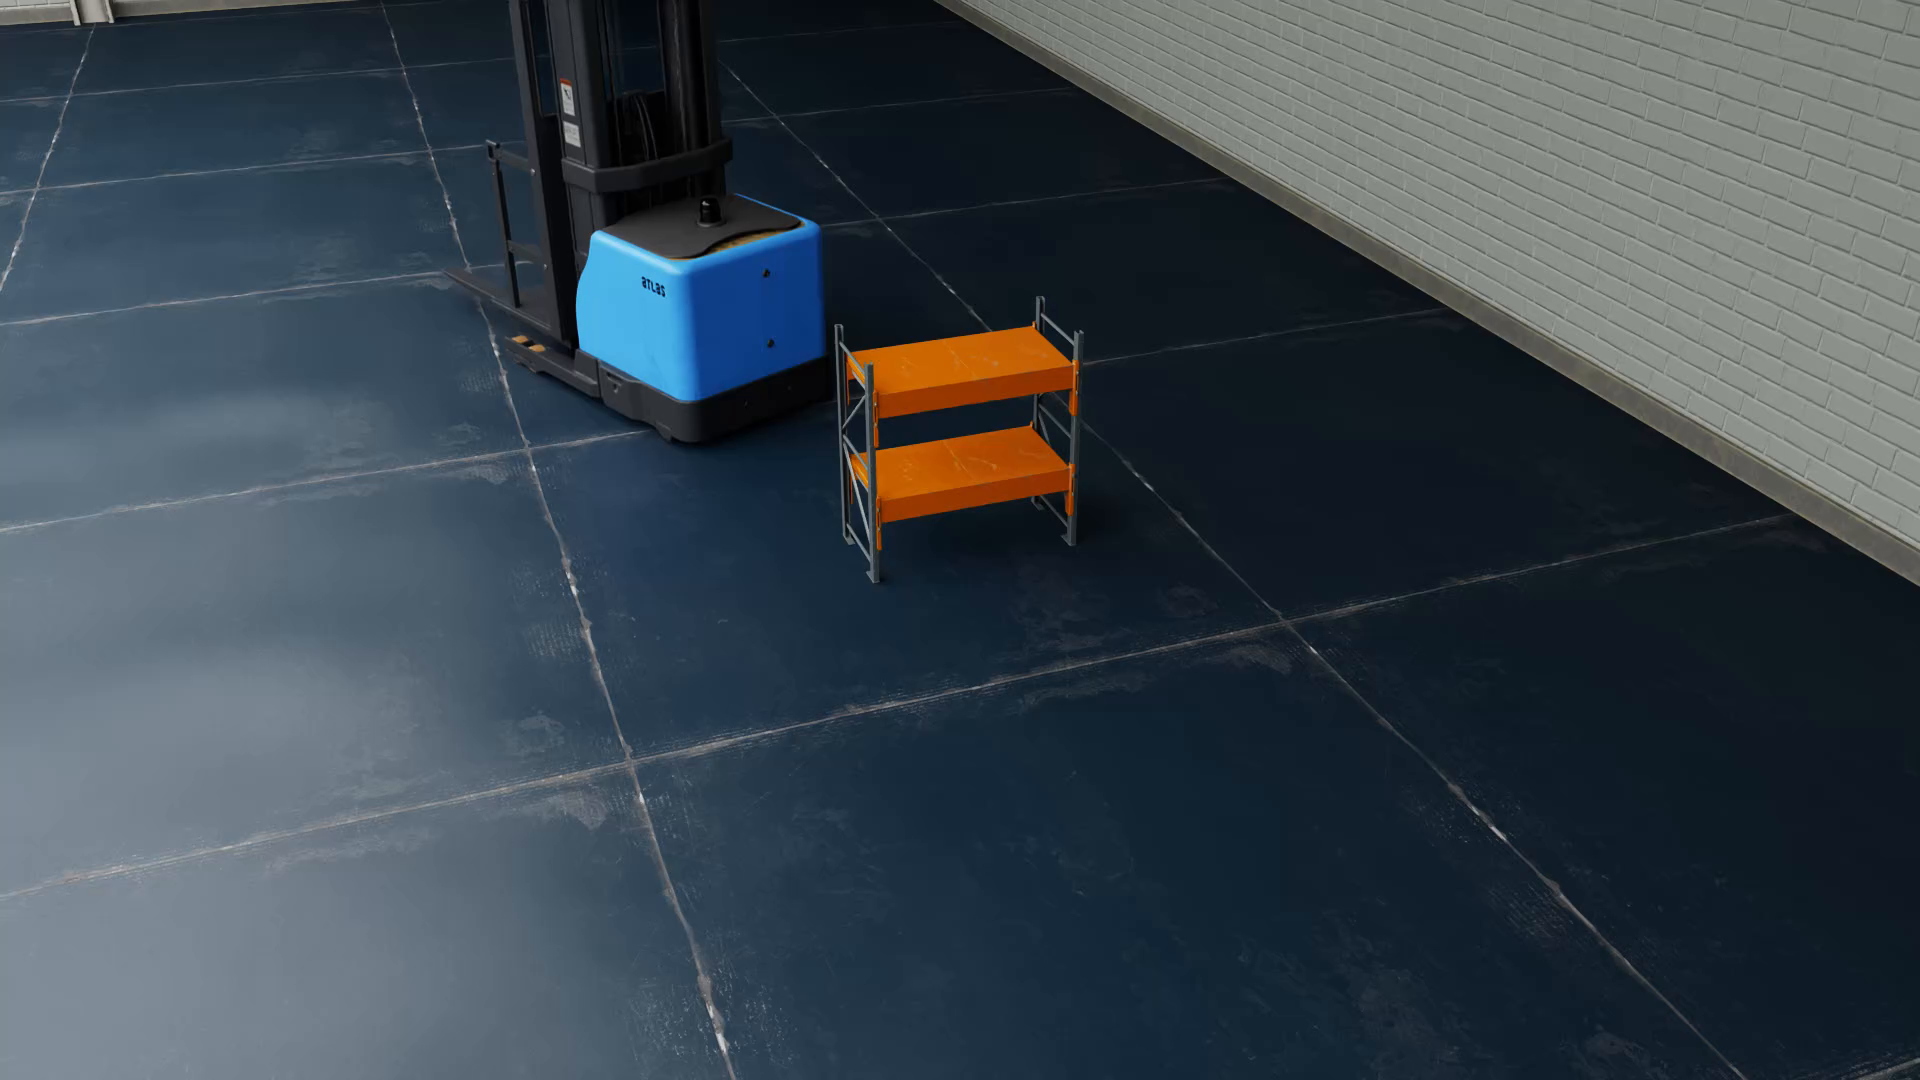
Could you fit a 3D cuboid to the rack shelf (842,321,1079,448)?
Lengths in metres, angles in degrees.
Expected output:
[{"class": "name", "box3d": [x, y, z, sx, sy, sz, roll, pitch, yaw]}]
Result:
[{"class": "rack shelf", "box3d": [-0.006, -0.742, 7.825, 1.000, 0.278, 0.538, -10, 31, -18]}]

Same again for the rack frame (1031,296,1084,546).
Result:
[{"class": "rack frame", "box3d": [0.470, -0.575, 8.124, 0.032, 1.125, 0.500, -10, 31, -18]}]

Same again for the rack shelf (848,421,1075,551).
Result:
[{"class": "rack shelf", "box3d": [-0.006, -0.275, 8.091, 1.000, 0.278, 0.538, -10, 31, -18]}]

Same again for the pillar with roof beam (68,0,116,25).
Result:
[{"class": "pillar with roof beam", "box3d": [-7.981, -7.609, 12.514, 0.400, 9.000, 9.100, -10, 31, -18]}]

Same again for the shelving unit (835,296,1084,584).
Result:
[{"class": "shelving unit", "box3d": [-0.006, -0.488, 7.969, 1.048, 1.125, 0.538, -10, 31, -18]}]

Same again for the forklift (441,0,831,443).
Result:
[{"class": "forklift", "box3d": [-2.128, -2.438, 9.569, 1.130, 2.935, 3.031, -25, 38, -37]}]

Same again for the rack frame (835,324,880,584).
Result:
[{"class": "rack frame", "box3d": [-0.483, -0.400, 7.815, 0.032, 1.125, 0.500, -10, 31, -18]}]
